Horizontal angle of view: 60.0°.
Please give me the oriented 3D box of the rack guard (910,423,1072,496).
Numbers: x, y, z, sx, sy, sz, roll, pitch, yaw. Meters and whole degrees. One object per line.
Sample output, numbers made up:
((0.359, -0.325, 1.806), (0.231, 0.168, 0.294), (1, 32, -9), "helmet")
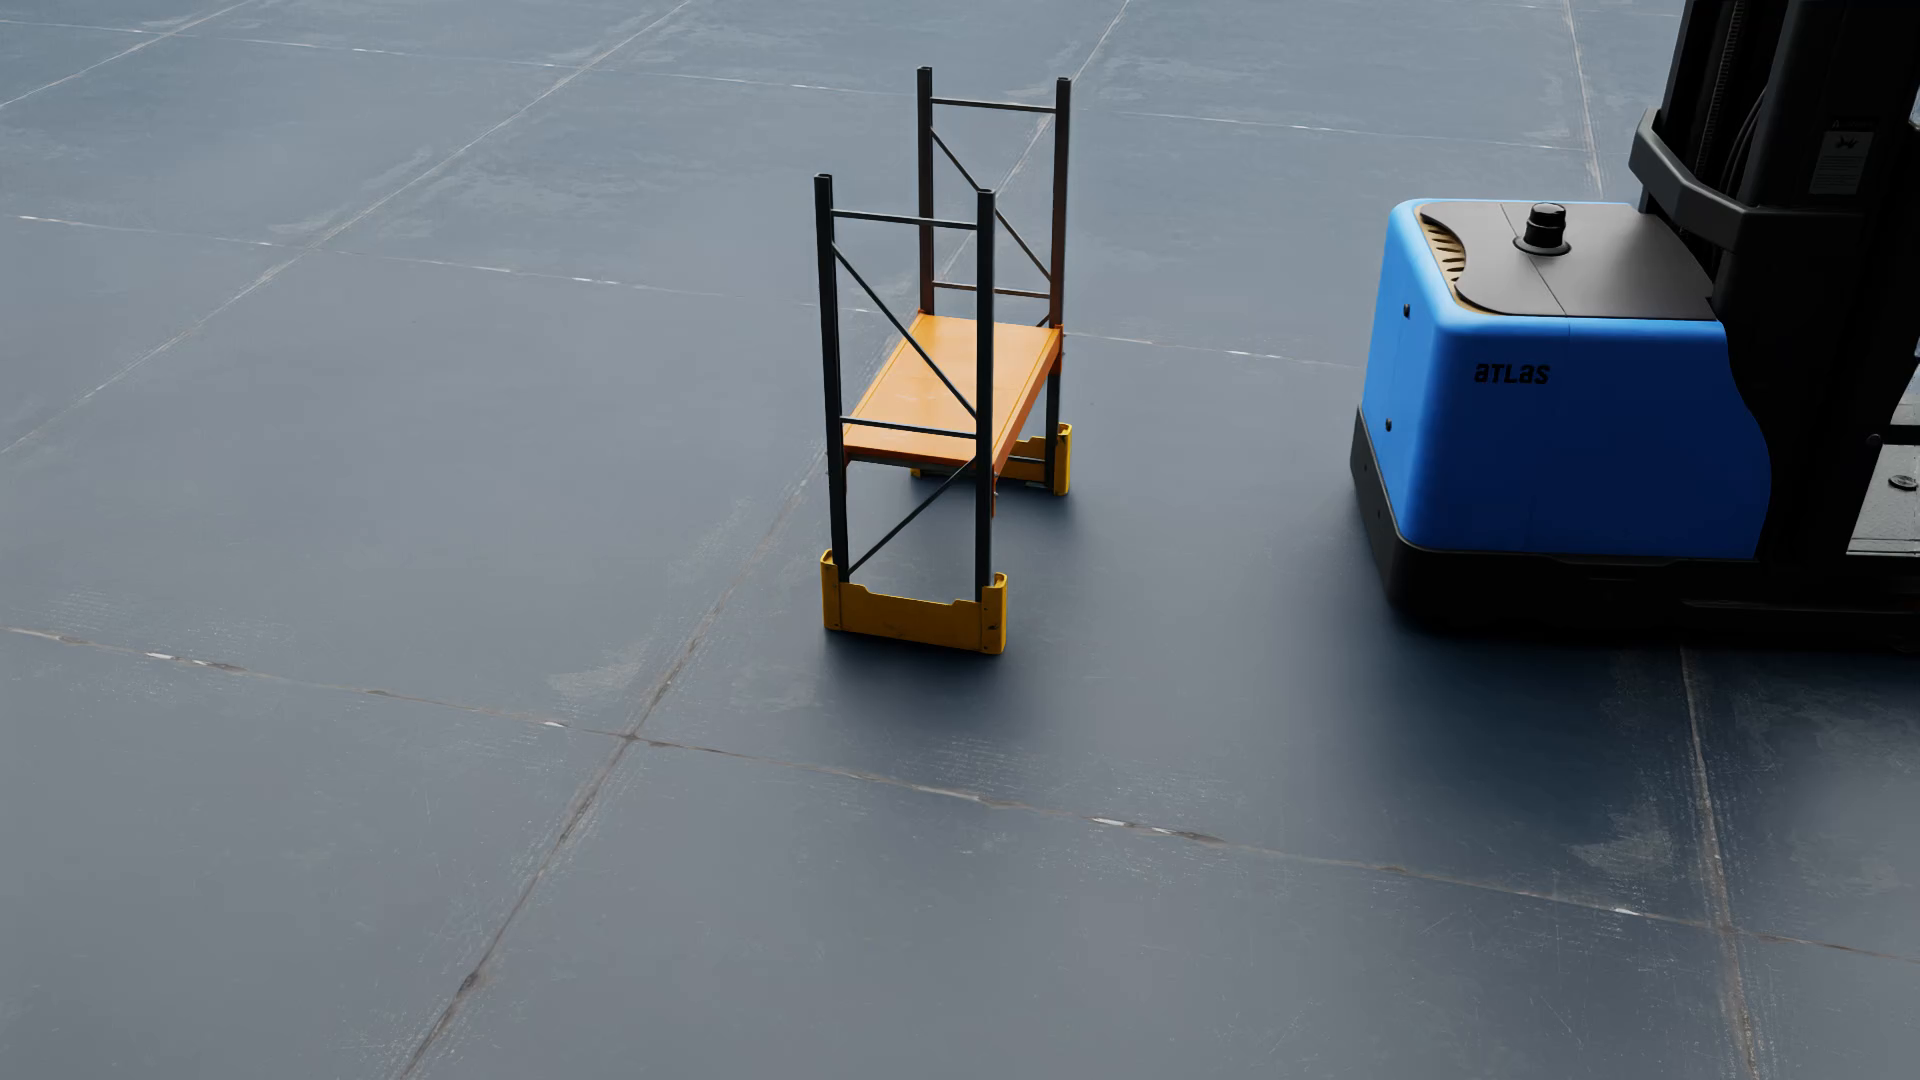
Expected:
((0.107, -0.324, 6.027), (0.587, 0.250, 0.087), (8, 33, 12), "rack guard")

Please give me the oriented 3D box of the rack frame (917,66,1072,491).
((0.107, -0.852, 5.693), (0.500, 1.500, 0.032), (8, 33, 12), "rack frame")

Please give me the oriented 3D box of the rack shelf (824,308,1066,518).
((-0.022, -0.437, 5.374), (0.538, 0.185, 1.000), (8, 33, 12), "rack shelf")

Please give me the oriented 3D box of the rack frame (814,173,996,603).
((-0.151, -0.325, 4.863), (0.500, 1.500, 0.032), (8, 33, 12), "rack frame")

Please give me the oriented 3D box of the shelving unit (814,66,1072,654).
((-0.019, -0.593, 5.285), (0.587, 1.500, 1.083), (8, 33, 12), "shelving unit")

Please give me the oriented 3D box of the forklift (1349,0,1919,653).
((2.903, -1.174, 4.865), (3.031, 2.935, 1.130), (2, 32, 3), "forklift")

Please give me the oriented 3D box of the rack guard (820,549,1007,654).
((-0.146, 0.193, 5.214), (0.587, 0.250, 0.087), (8, 33, 12), "rack guard")
